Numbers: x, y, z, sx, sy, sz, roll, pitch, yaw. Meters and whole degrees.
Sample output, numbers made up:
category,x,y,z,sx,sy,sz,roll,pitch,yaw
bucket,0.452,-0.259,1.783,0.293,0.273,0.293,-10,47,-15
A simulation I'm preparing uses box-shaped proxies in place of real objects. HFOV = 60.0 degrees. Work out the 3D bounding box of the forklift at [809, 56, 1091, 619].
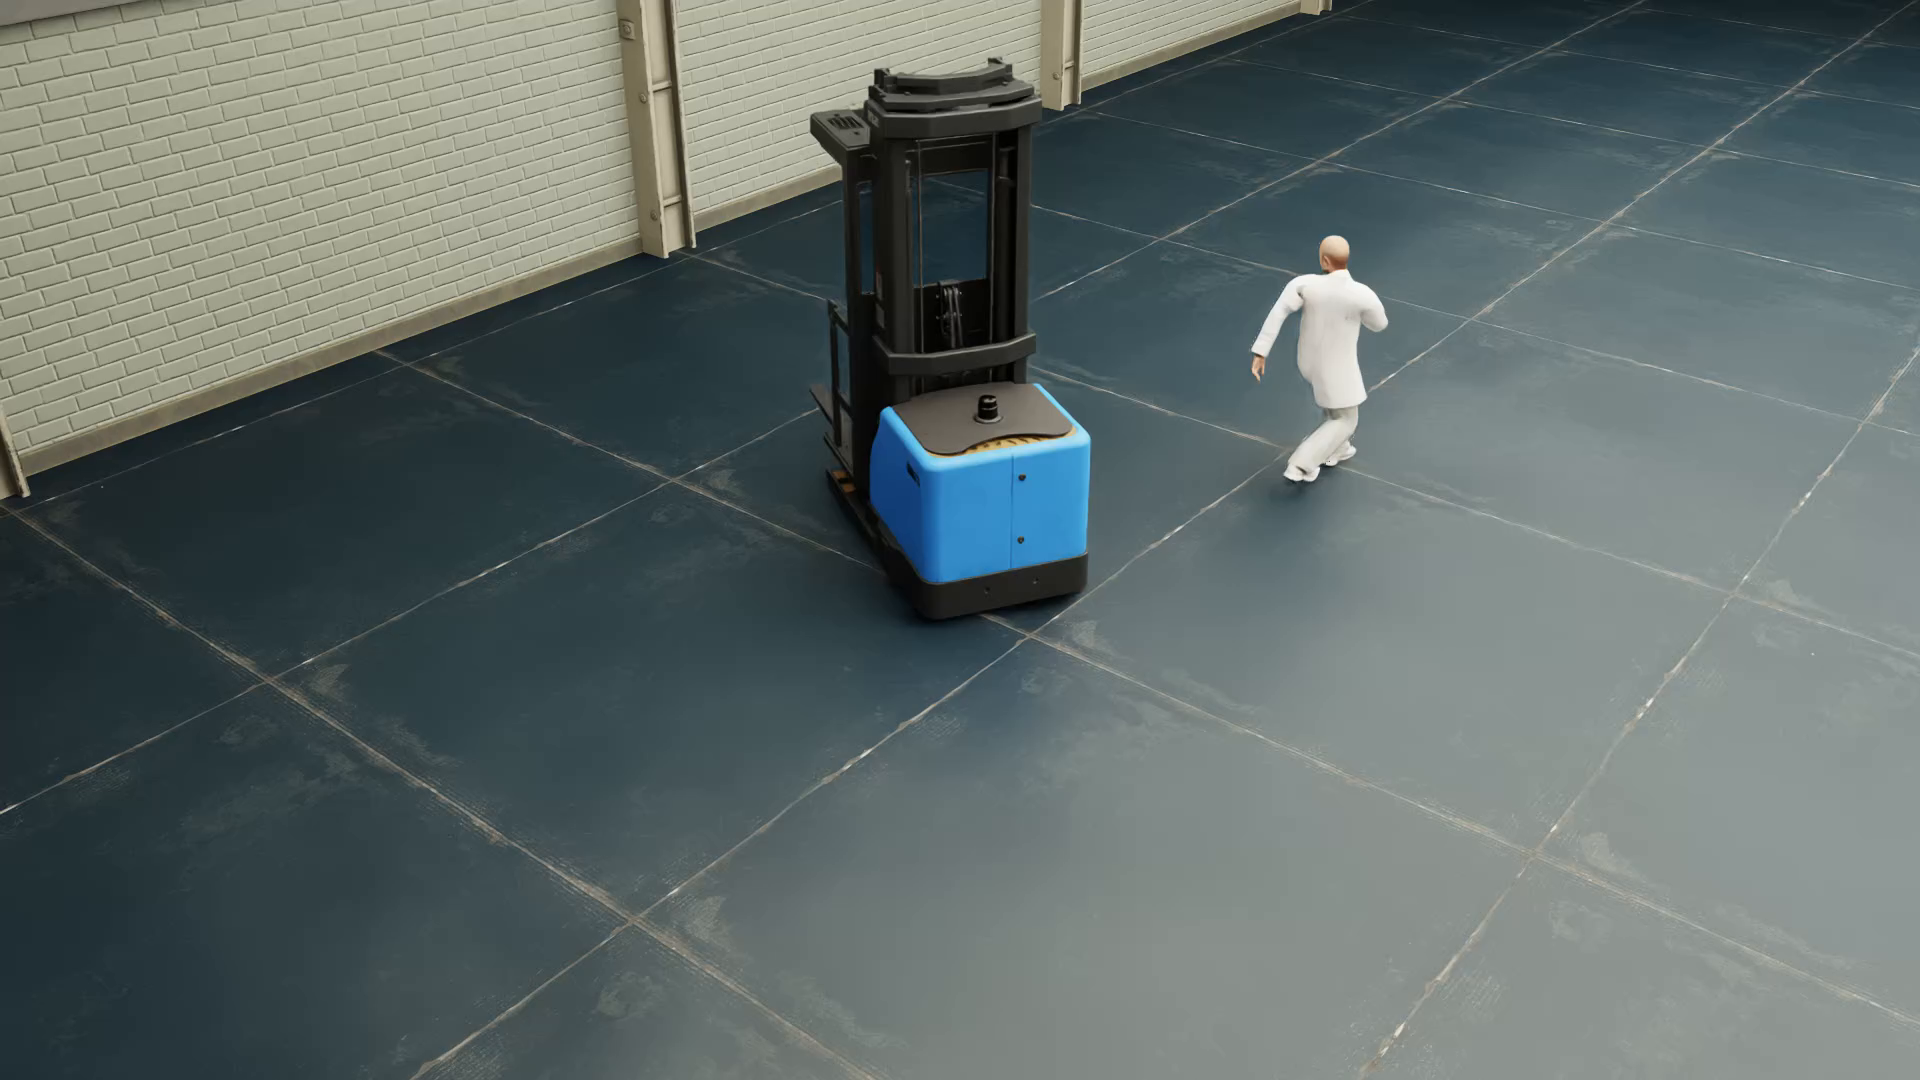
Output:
category,x,y,z,sx,sy,sz,roll,pitch,yaw
forklift,-0.238,-1.537,10.226,1.130,2.935,3.031,-11,32,-18

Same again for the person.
category,x,y,z,sx,sy,sz,roll,pitch,yaw
person,2.393,-1.188,10.892,0.936,1.692,0.635,-25,39,-36
